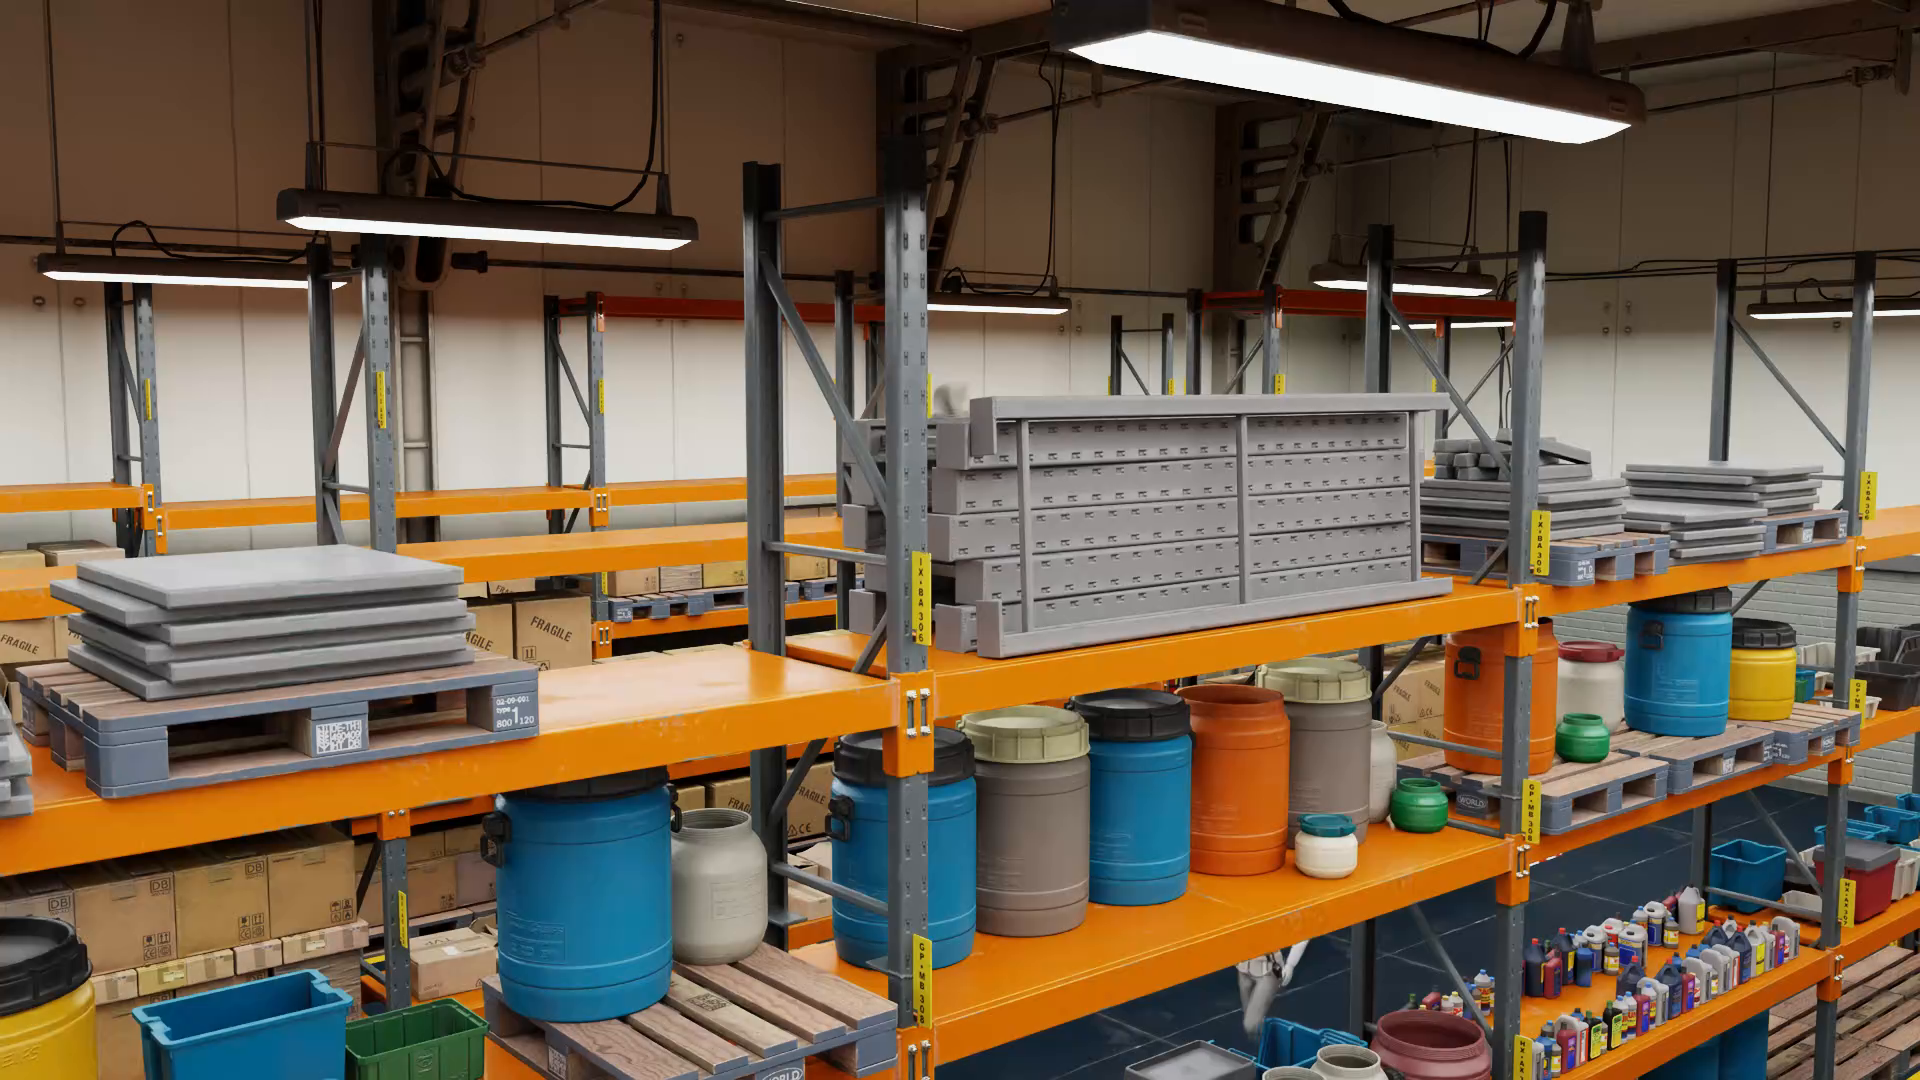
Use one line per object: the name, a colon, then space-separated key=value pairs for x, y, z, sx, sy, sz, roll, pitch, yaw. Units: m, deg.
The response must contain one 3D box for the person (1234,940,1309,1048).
person: x=2.161 y=3.167 z=12.124 sx=0.628 sy=1.657 sz=0.596 roll=-5 pitch=8 yaw=-44
